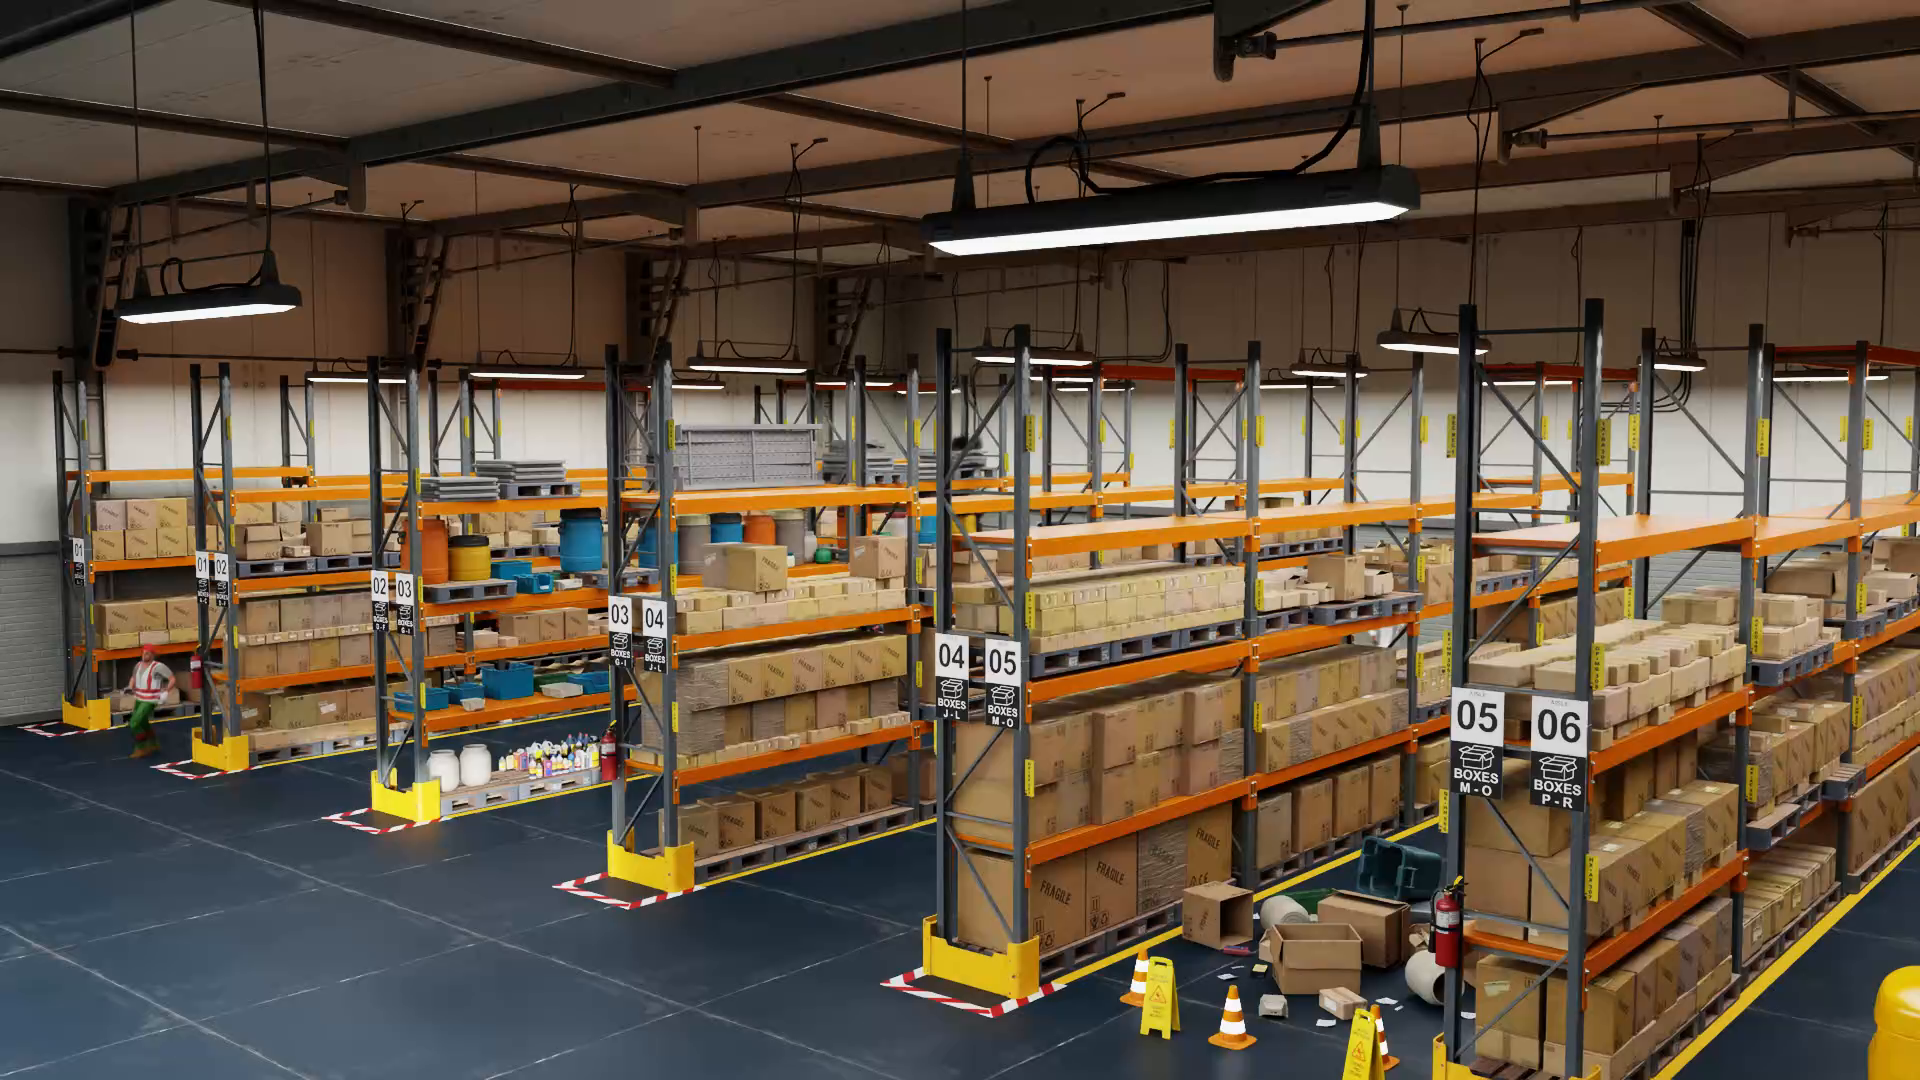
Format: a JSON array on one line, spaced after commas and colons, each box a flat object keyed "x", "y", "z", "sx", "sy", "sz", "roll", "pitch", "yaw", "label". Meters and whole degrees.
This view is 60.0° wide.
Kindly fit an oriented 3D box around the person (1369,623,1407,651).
[{"x": 8.154, "y": 1.993, "z": 31.543, "sx": 0.718, "sy": 1.797, "sz": 0.990, "roll": -2, "pitch": 5, "yaw": -24, "label": "person"}]

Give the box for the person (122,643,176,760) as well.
[{"x": -12.408, "y": 2.461, "z": 25.393, "sx": 0.719, "sy": 1.780, "sz": 0.678, "roll": 2, "pitch": 5, "yaw": 27, "label": "person"}]
